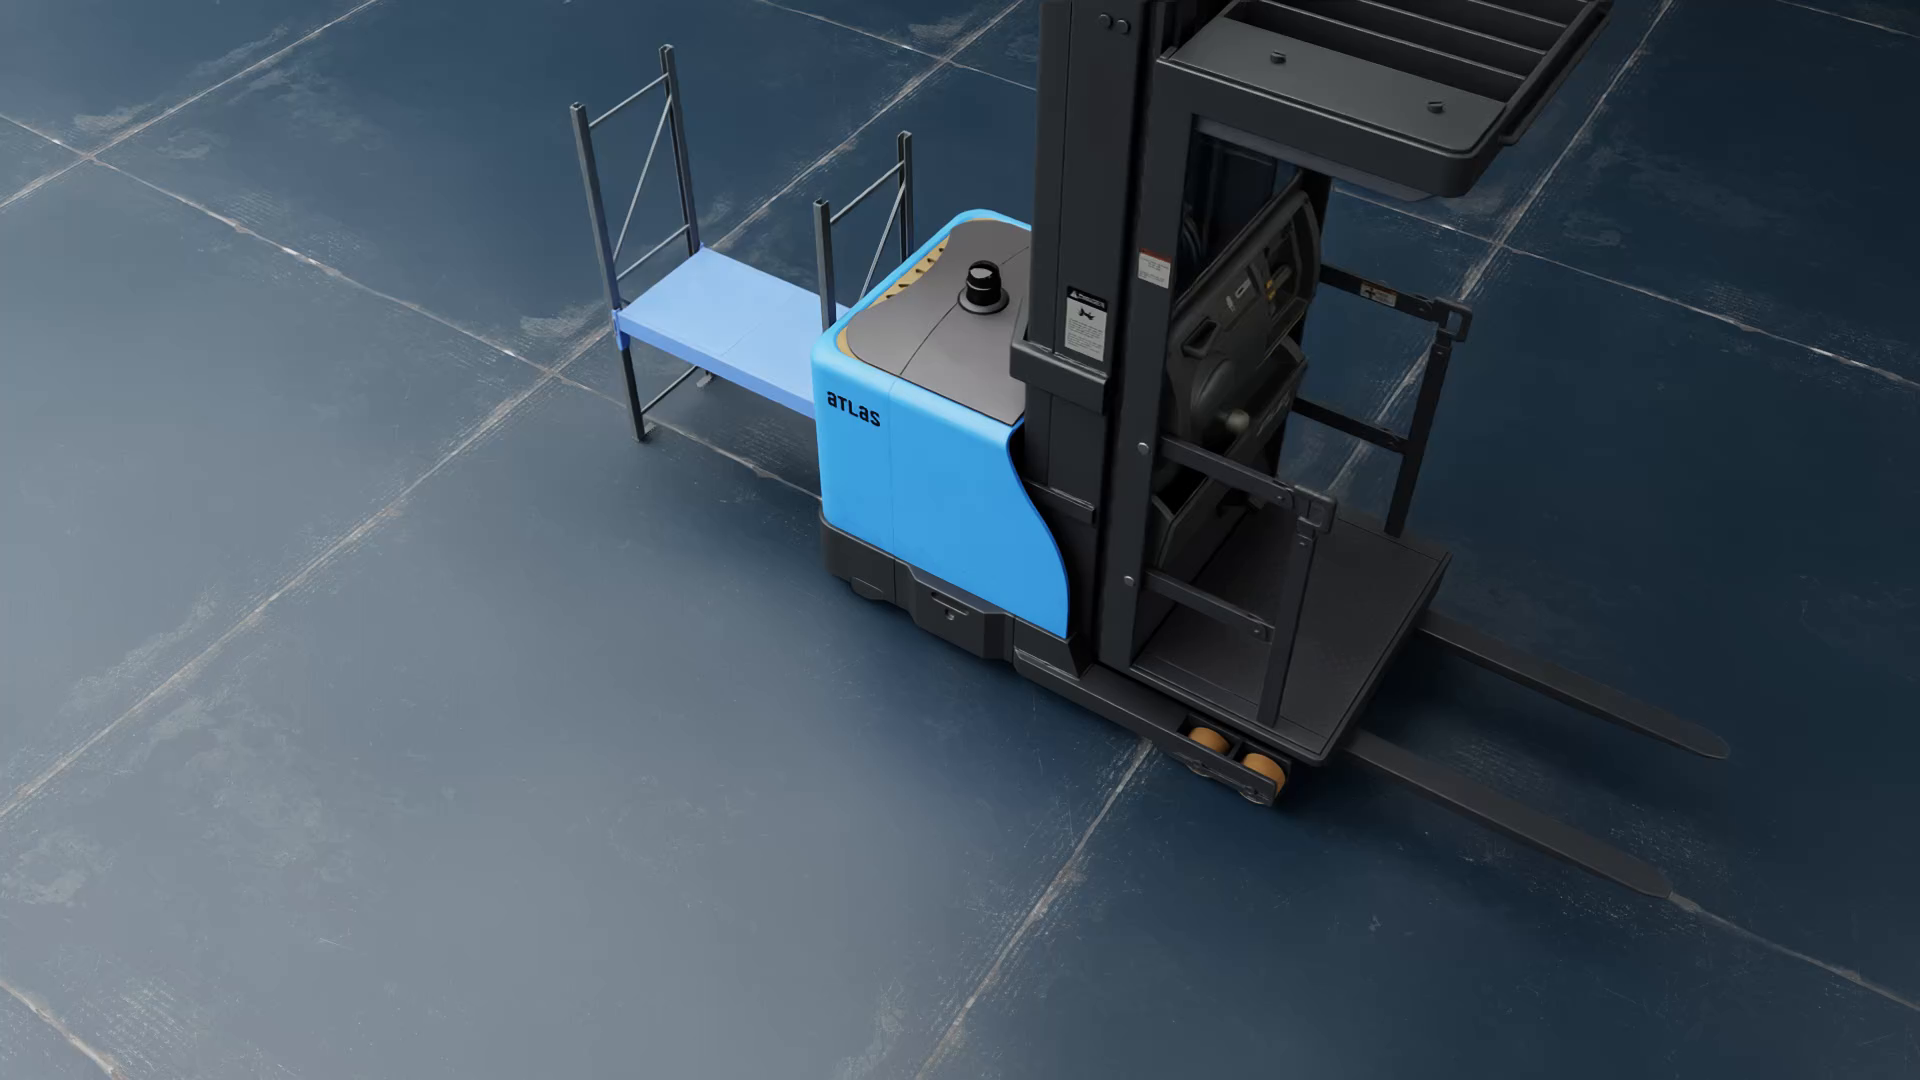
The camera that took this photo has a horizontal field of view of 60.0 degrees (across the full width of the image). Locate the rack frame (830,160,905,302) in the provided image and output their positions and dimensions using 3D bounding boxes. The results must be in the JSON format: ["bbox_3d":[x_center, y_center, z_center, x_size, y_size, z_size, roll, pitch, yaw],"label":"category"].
[{"bbox_3d":[-0.309,-0.666,5.852,0.013,1.308,0.475,25,51,23],"label":"rack frame"}]

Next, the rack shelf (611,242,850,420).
[{"bbox_3d":[-0.733,-0.743,6.177,1.000,0.185,0.538,25,51,23],"label":"rack shelf"}]

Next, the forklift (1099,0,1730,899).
[{"bbox_3d":[1.007,-0.601,4.790,3.031,2.935,1.121,25,51,23],"label":"forklift"}]

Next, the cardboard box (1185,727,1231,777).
[{"bbox_3d":[0.807,0.696,5.464,0.160,0.156,0.130,24,50,21],"label":"cardboard box"}]

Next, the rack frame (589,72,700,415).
[{"bbox_3d":[-1.158,-1.068,6.242,0.013,1.308,0.475,25,51,23],"label":"rack frame"}]

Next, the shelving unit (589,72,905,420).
[{"bbox_3d":[-0.733,-0.868,6.048,1.030,1.308,0.538,25,51,23],"label":"shelving unit"}]
